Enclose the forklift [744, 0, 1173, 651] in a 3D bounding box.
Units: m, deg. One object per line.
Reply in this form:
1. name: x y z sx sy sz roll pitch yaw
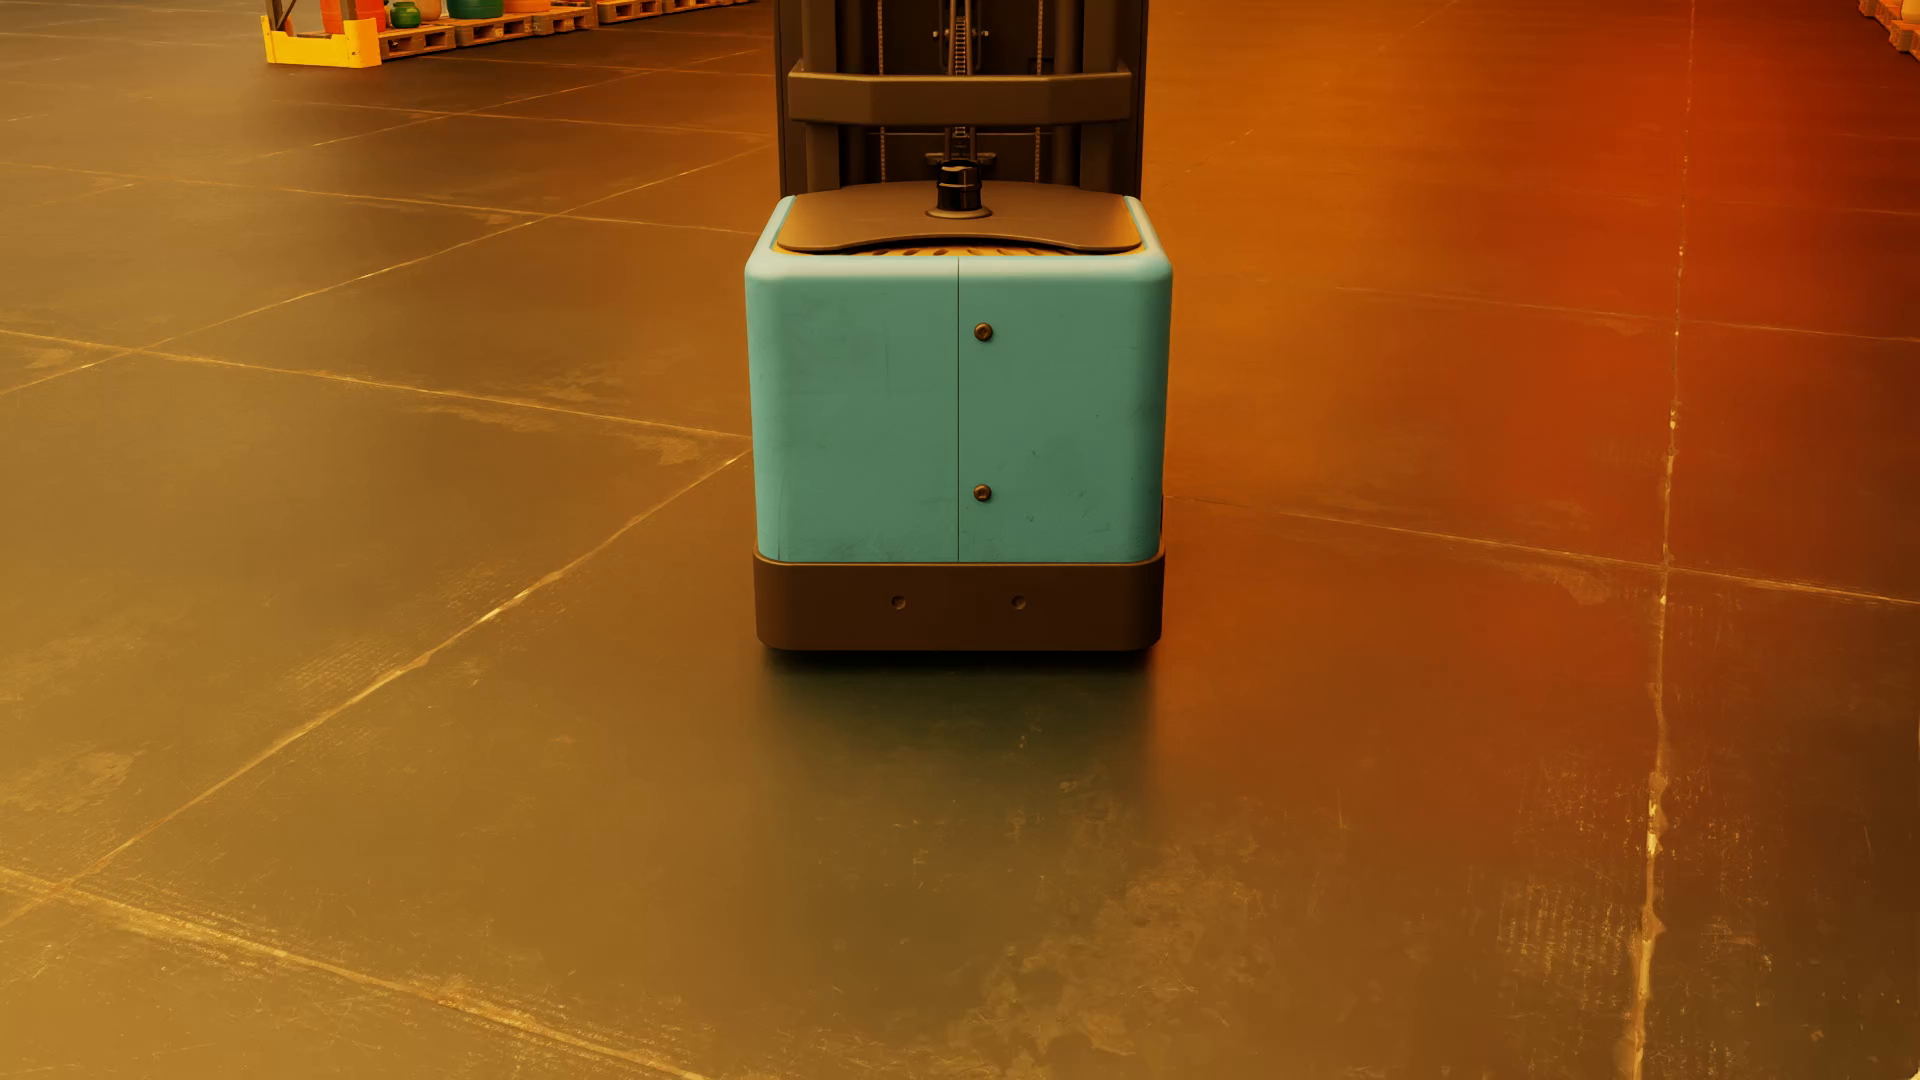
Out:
1. forklift: 0.002 -1.587 5.089 1.130 2.935 3.031 0 23 0
